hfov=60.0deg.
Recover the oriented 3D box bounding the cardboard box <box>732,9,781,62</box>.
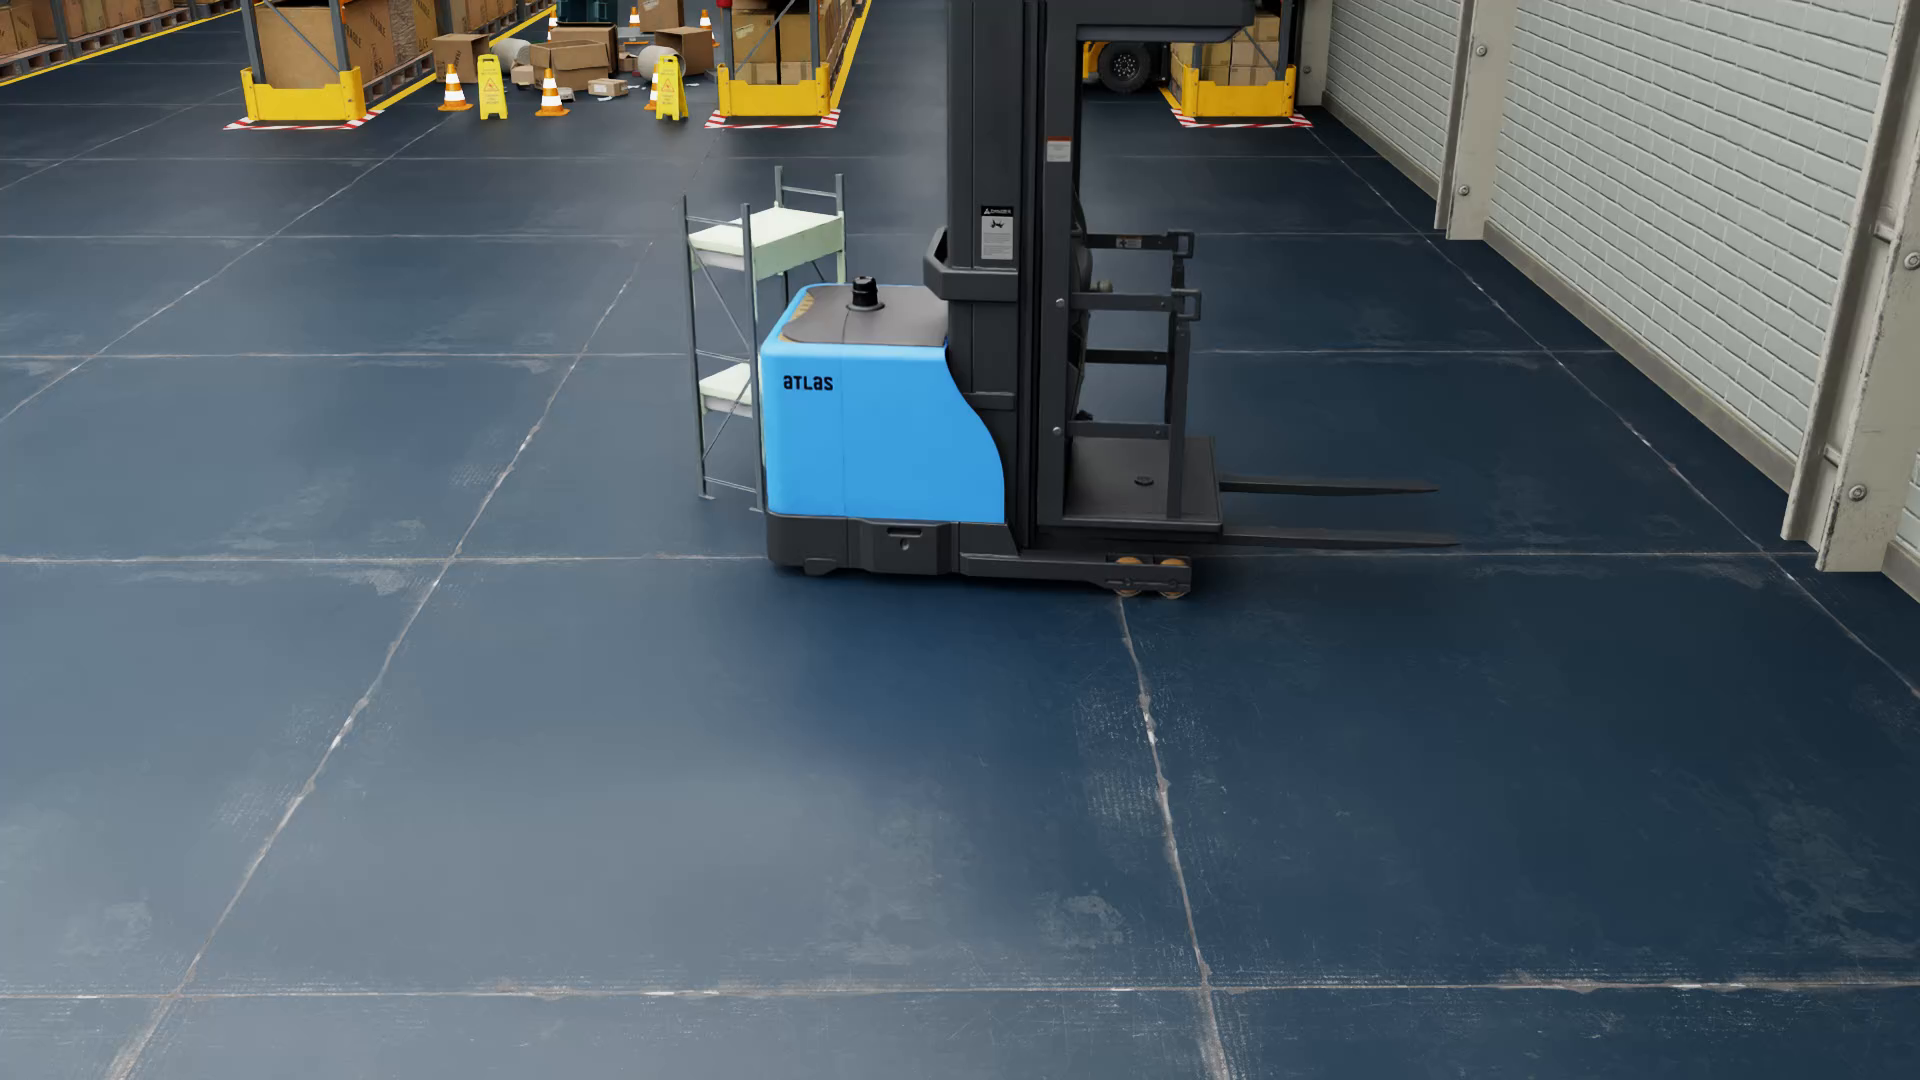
[{"bbox_3d":[-2.256,-5.548,18.293,0.500,0.500,0.500,0,24,0],"label":"cardboard box"}]

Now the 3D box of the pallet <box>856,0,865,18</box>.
[{"bbox_3d":[-2.007,-8.290,25.822,1.003,0.211,1.213,0,24,-1],"label":"pallet"}]

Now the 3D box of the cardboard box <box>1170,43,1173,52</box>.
[{"bbox_3d":[2.637,-5.747,19.037,0.500,0.250,0.500,-1,24,-2],"label":"cardboard box"}]

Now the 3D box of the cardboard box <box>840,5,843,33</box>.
[{"bbox_3d":[-2.039,-6.797,21.817,0.950,0.372,0.625,0,24,0],"label":"cardboard box"}]

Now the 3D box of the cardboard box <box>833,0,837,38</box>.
[{"bbox_3d":[-1.742,-6.204,19.745,0.500,0.500,0.500,1,24,2],"label":"cardboard box"}]

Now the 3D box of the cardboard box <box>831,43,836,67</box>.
[{"bbox_3d":[-1.736,-5.646,19.420,0.500,0.250,0.500,1,24,3],"label":"cardboard box"}]

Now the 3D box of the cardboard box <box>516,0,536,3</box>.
[{"bbox_3d":[-6.776,-8.516,25.463,0.500,0.500,0.500,-1,24,-3],"label":"cardboard box"}]

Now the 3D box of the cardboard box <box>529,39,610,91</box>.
[{"bbox_3d":[-4.538,-5.513,19.330,0.797,0.503,0.637,-19,31,-36],"label":"cardboard box"}]

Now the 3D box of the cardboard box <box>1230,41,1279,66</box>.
[{"bbox_3d":[3.179,-5.323,18.100,0.500,0.250,0.500,0,24,0],"label":"cardboard box"}]

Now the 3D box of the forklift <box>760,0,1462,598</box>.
[{"bbox_3d":[0.692,-1.315,7.100,3.031,2.935,1.130,2,24,5],"label":"forklift"}]

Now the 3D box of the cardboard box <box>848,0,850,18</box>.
[{"bbox_3d":[-2.062,-7.692,23.797,0.950,0.372,0.625,-1,24,-2],"label":"cardboard box"}]

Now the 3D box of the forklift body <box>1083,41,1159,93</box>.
[{"bbox_3d":[1.131,-6.349,19.177,2.313,2.155,1.214,0,24,-1],"label":"forklift body"}]

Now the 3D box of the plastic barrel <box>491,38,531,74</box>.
[{"bbox_3d":[-5.433,-5.888,20.256,0.512,0.421,0.421,19,30,35],"label":"plastic barrel"}]

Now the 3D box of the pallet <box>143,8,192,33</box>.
[{"bbox_3d":[-11.977,-7.598,24.293,1.003,0.211,1.213,0,24,-1],"label":"pallet"}]

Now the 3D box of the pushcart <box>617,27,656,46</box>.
[{"bbox_3d":[-4.310,-6.361,21.357,1.648,0.377,0.936,-9,26,-19],"label":"pushcart"}]

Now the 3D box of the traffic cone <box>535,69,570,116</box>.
[{"bbox_3d":[-4.388,-4.809,17.821,0.336,0.463,0.334,0,24,-1],"label":"traffic cone"}]

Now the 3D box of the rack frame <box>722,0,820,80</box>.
[{"bbox_3d":[-1.987,-5.938,17.240,1.000,3.000,0.127,0,24,-1],"label":"rack frame"}]

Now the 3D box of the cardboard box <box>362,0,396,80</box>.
[{"bbox_3d":[-7.021,-5.739,18.869,0.875,0.875,0.875,-1,24,-1],"label":"cardboard box"}]

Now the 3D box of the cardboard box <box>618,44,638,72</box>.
[{"bbox_3d":[-4.168,-5.996,20.684,0.258,0.266,0.396,-19,31,-36],"label":"cardboard box"}]

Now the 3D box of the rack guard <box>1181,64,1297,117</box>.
[{"bbox_3d":[2.977,-4.813,17.786,1.175,0.500,0.348,0,24,-1],"label":"rack guard"}]

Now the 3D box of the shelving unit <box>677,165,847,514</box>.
[{"bbox_3d":[-0.925,-0.986,8.110,0.431,1.500,0.755,14,28,28],"label":"shelving unit"}]

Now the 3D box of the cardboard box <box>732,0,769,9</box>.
[{"bbox_3d":[-2.328,-5.994,18.493,0.380,0.149,0.250,0,24,1],"label":"cardboard box"}]

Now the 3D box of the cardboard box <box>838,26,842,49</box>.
[{"bbox_3d":[-1.755,-6.283,20.828,0.500,0.250,0.500,1,24,2],"label":"cardboard box"}]

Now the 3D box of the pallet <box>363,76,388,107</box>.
[{"bbox_3d":[-7.022,-4.933,18.401,1.003,0.211,1.213,0,24,-1],"label":"pallet"}]

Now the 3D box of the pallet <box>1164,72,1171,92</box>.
[{"bbox_3d":[2.916,-5.508,19.672,1.003,0.211,1.213,0,24,-1],"label":"pallet"}]

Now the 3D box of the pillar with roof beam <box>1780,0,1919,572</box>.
[{"bbox_3d":[-0.304,-4.023,5.724,9.100,9.000,0.400,0,24,-1],"label":"pillar with roof beam"}]

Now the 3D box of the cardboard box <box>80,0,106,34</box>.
[{"bbox_3d":[-11.912,-7.053,22.205,0.700,0.500,0.500,0,24,-1],"label":"cardboard box"}]

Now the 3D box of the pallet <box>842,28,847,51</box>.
[{"bbox_3d":[-2.041,-6.637,22.168,1.003,0.211,1.213,0,24,-1],"label":"pallet"}]

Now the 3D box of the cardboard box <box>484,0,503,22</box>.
[{"bbox_3d":[-7.093,-7.726,23.412,1.050,0.750,0.750,0,24,0],"label":"cardboard box"}]

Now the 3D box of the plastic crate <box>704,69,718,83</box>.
[{"bbox_3d":[-2.833,-5.606,20.047,0.402,0.080,0.583,-9,26,-19],"label":"plastic crate"}]

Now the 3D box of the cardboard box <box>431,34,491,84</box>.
[{"bbox_3d":[-5.936,-5.750,19.854,0.500,0.500,0.500,4,25,9],"label":"cardboard box"}]

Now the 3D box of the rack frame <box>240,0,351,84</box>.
[{"bbox_3d":[-6.936,-5.874,17.099,1.000,3.000,0.127,0,24,-1],"label":"rack frame"}]

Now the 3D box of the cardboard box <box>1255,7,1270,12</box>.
[{"bbox_3d":[3.151,-5.761,18.462,0.500,0.250,0.500,0,24,0],"label":"cardboard box"}]

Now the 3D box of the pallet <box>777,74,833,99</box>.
[{"bbox_3d":[-1.961,-5.034,18.624,1.003,0.211,1.213,0,24,-1],"label":"pallet"}]

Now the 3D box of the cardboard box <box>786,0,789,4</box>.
[{"bbox_3d":[-2.273,-6.188,19.710,0.500,0.500,0.500,1,24,2],"label":"cardboard box"}]

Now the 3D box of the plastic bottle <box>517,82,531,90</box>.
[{"bbox_3d":[-5.094,-5.300,19.394,0.133,0.061,0.283,-9,26,-19],"label":"plastic bottle"}]

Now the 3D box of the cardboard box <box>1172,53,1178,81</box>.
[{"bbox_3d":[2.659,-5.298,18.651,0.500,0.250,0.500,0,24,-1],"label":"cardboard box"}]

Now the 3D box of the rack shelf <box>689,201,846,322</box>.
[{"bbox_3d":[-0.925,-1.341,7.949,0.431,0.370,0.720,14,28,28],"label":"rack shelf"}]

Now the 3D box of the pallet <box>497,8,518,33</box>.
[{"bbox_3d":[-7.090,-7.575,24.243,1.003,0.211,1.213,0,24,-1],"label":"pallet"}]

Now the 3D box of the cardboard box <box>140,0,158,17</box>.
[{"bbox_3d":[-11.937,-7.747,23.739,0.700,0.500,0.500,-2,24,-5],"label":"cardboard box"}]

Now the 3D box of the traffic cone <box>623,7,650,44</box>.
[{"bbox_3d":[-4.447,-7.050,22.777,0.336,0.463,0.334,0,24,-1],"label":"traffic cone"}]

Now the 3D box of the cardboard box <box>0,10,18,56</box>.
[{"bbox_3d":[-11.962,-6.194,20.328,0.500,0.500,0.500,8,25,16],"label":"cardboard box"}]

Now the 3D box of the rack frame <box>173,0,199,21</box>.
[{"bbox_3d":[-11.984,-9.190,24.430,1.000,3.000,0.127,0,24,-1],"label":"rack frame"}]

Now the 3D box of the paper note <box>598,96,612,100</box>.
[{"bbox_3d":[-3.988,-4.966,18.693,0.148,0.019,0.142,-9,26,-19],"label":"paper note"}]

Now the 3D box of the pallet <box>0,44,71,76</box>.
[{"bbox_3d":[-11.897,-5.995,20.749,1.003,0.211,1.213,0,24,-1],"label":"pallet"}]

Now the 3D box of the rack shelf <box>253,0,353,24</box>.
[{"bbox_3d":[-6.957,-6.371,19.069,1.077,0.370,4.000,0,24,-1],"label":"rack shelf"}]

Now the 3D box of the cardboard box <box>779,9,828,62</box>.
[{"bbox_3d":[-1.720,-5.562,18.325,0.500,0.500,0.500,-1,24,-2],"label":"cardboard box"}]
